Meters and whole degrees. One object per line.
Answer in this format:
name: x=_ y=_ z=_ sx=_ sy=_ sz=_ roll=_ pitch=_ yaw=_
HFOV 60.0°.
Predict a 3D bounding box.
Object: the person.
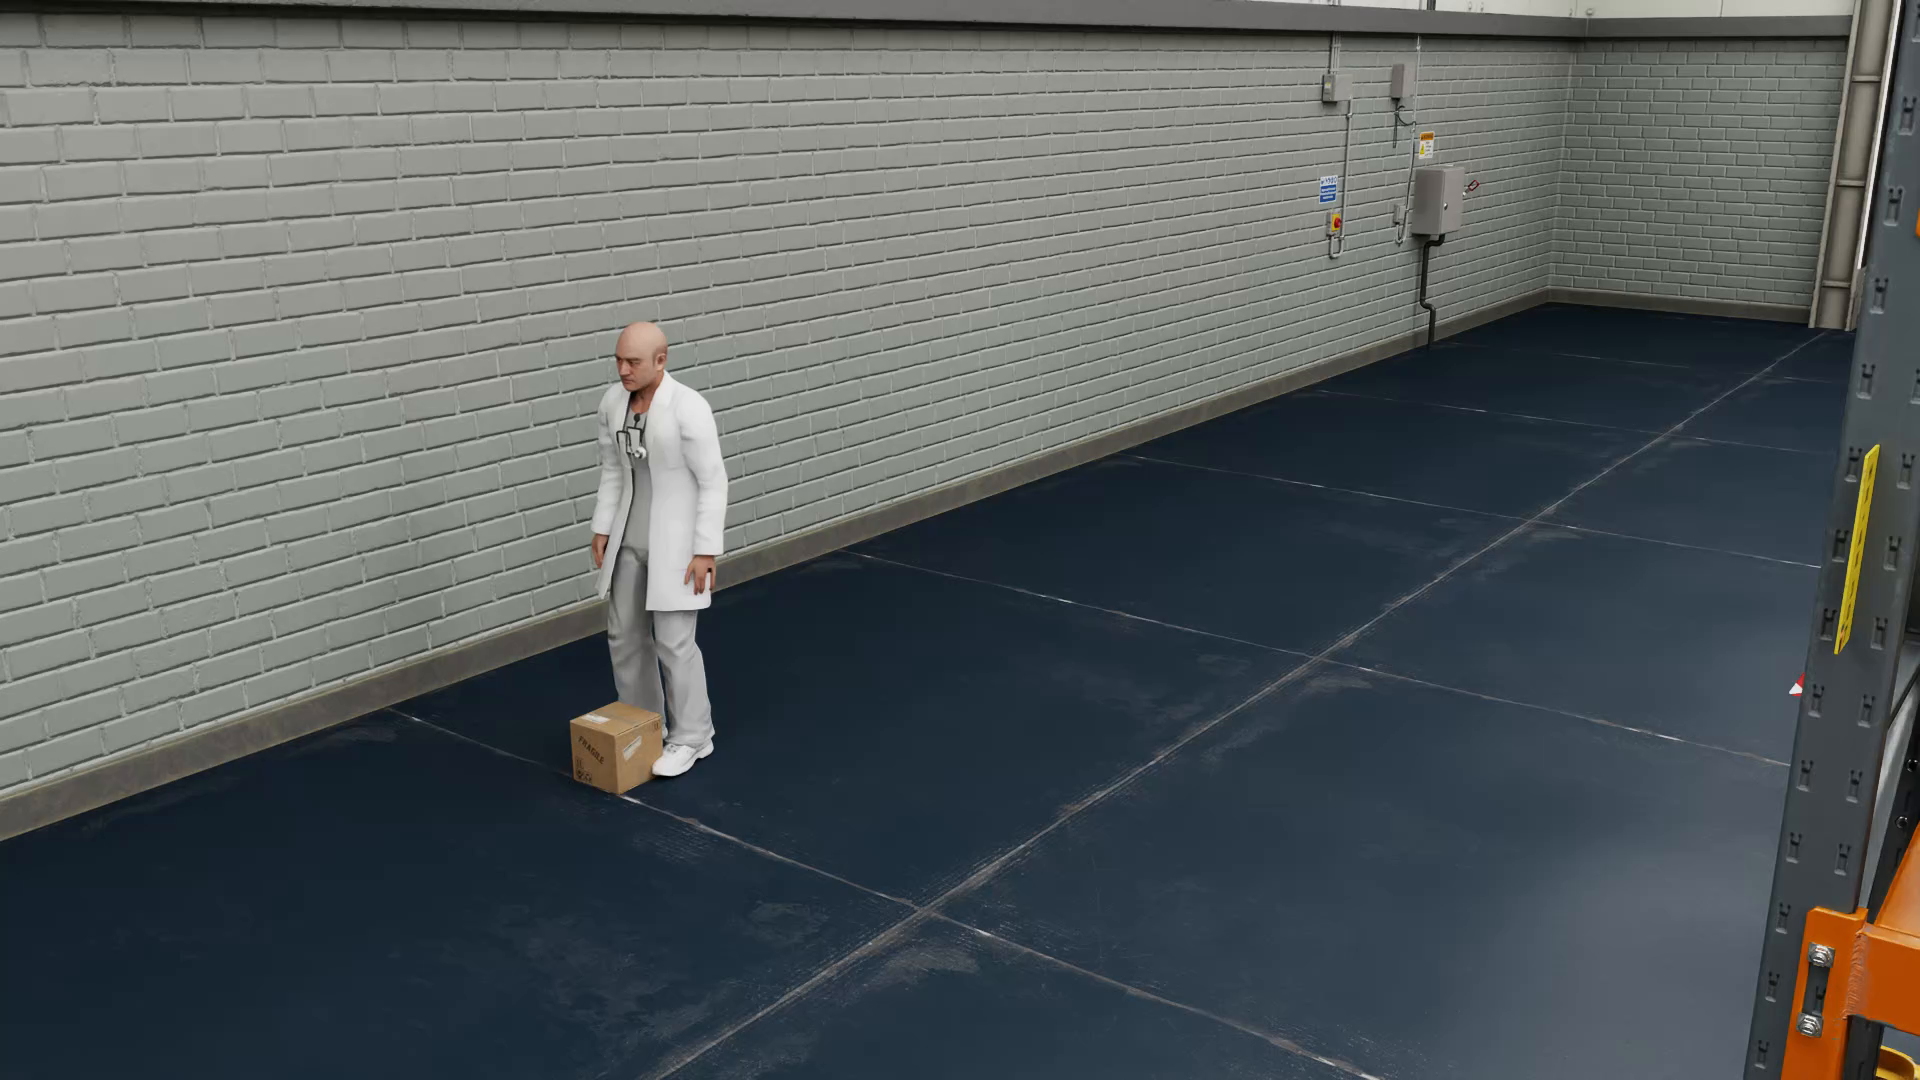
person: x=-1.185 y=0.024 z=6.484 sx=0.646 sy=1.772 sz=0.429 roll=10 pitch=19 yaw=32
